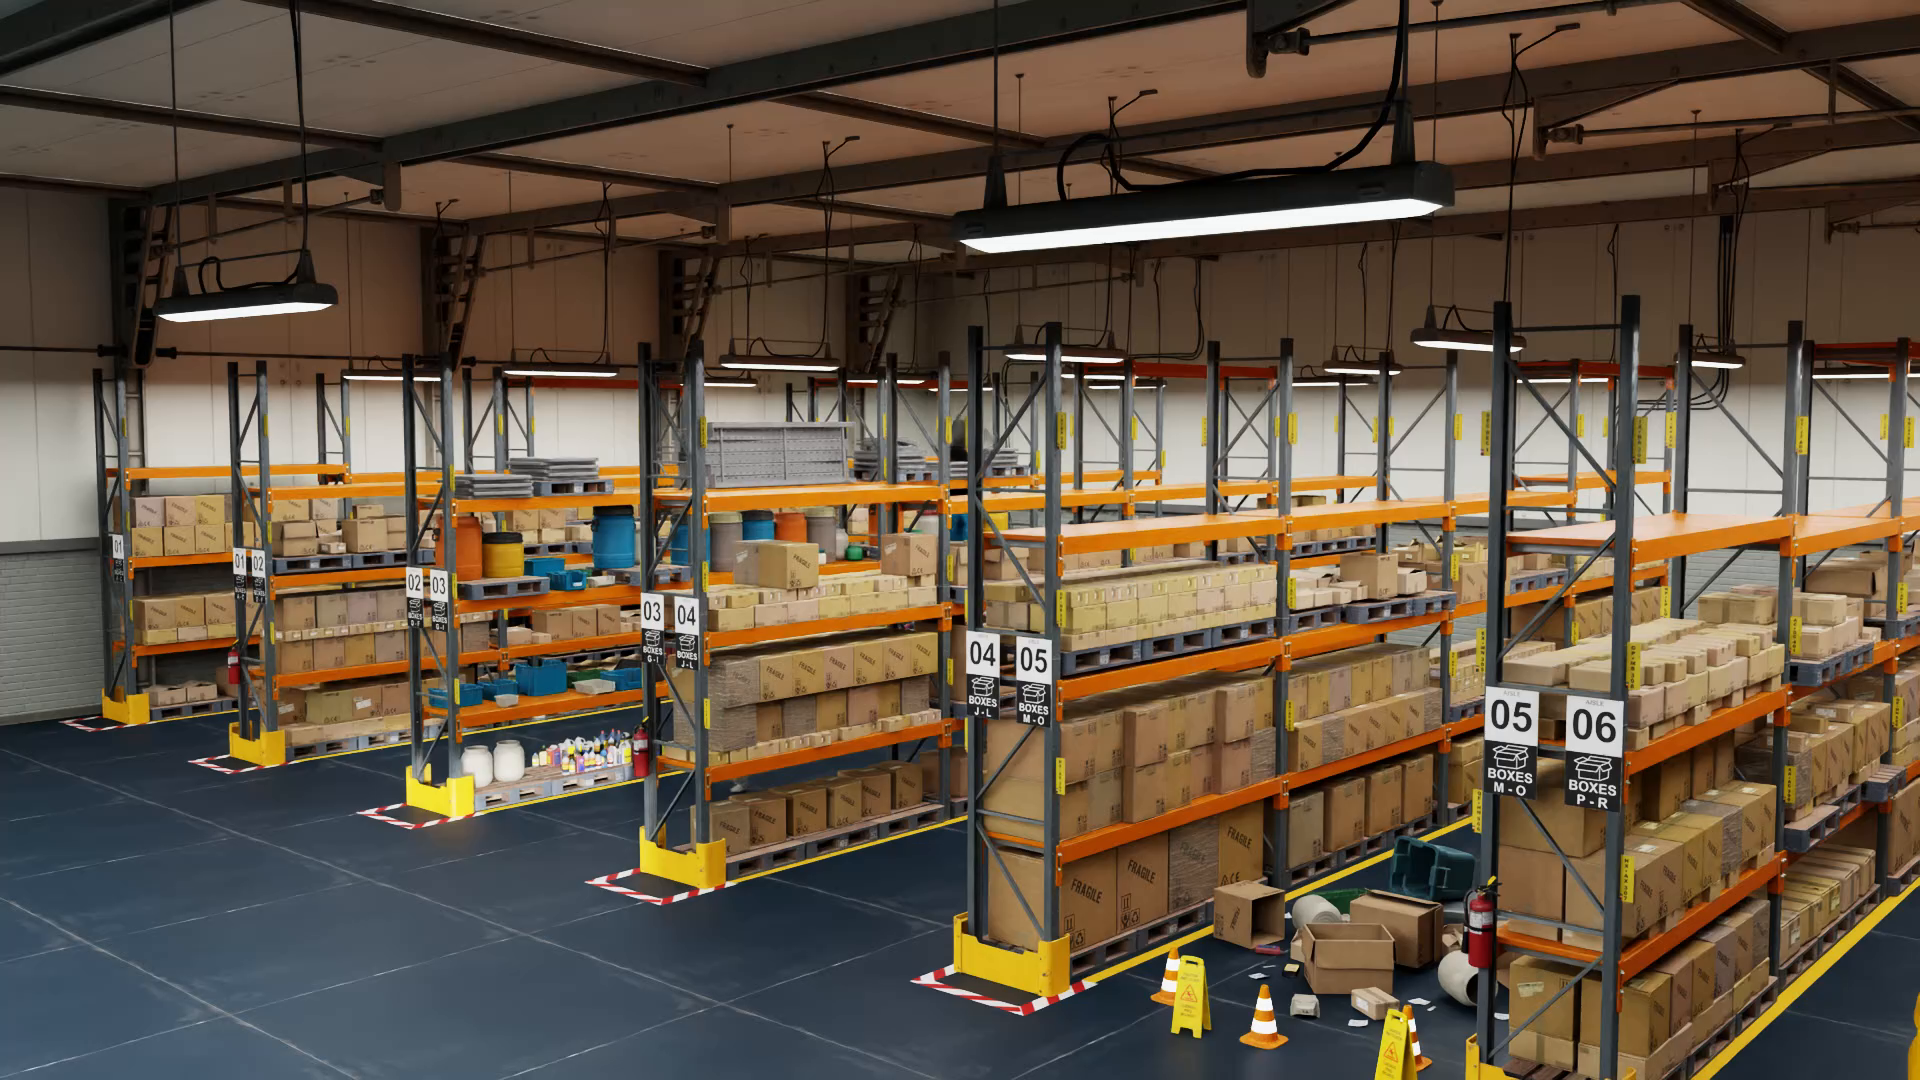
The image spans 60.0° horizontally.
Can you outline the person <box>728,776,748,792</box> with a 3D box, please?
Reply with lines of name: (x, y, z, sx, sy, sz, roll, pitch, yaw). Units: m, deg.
person: (-3.090, 2.628, 22.817, 0.675, 1.689, 0.768, -4, 6, -42)
